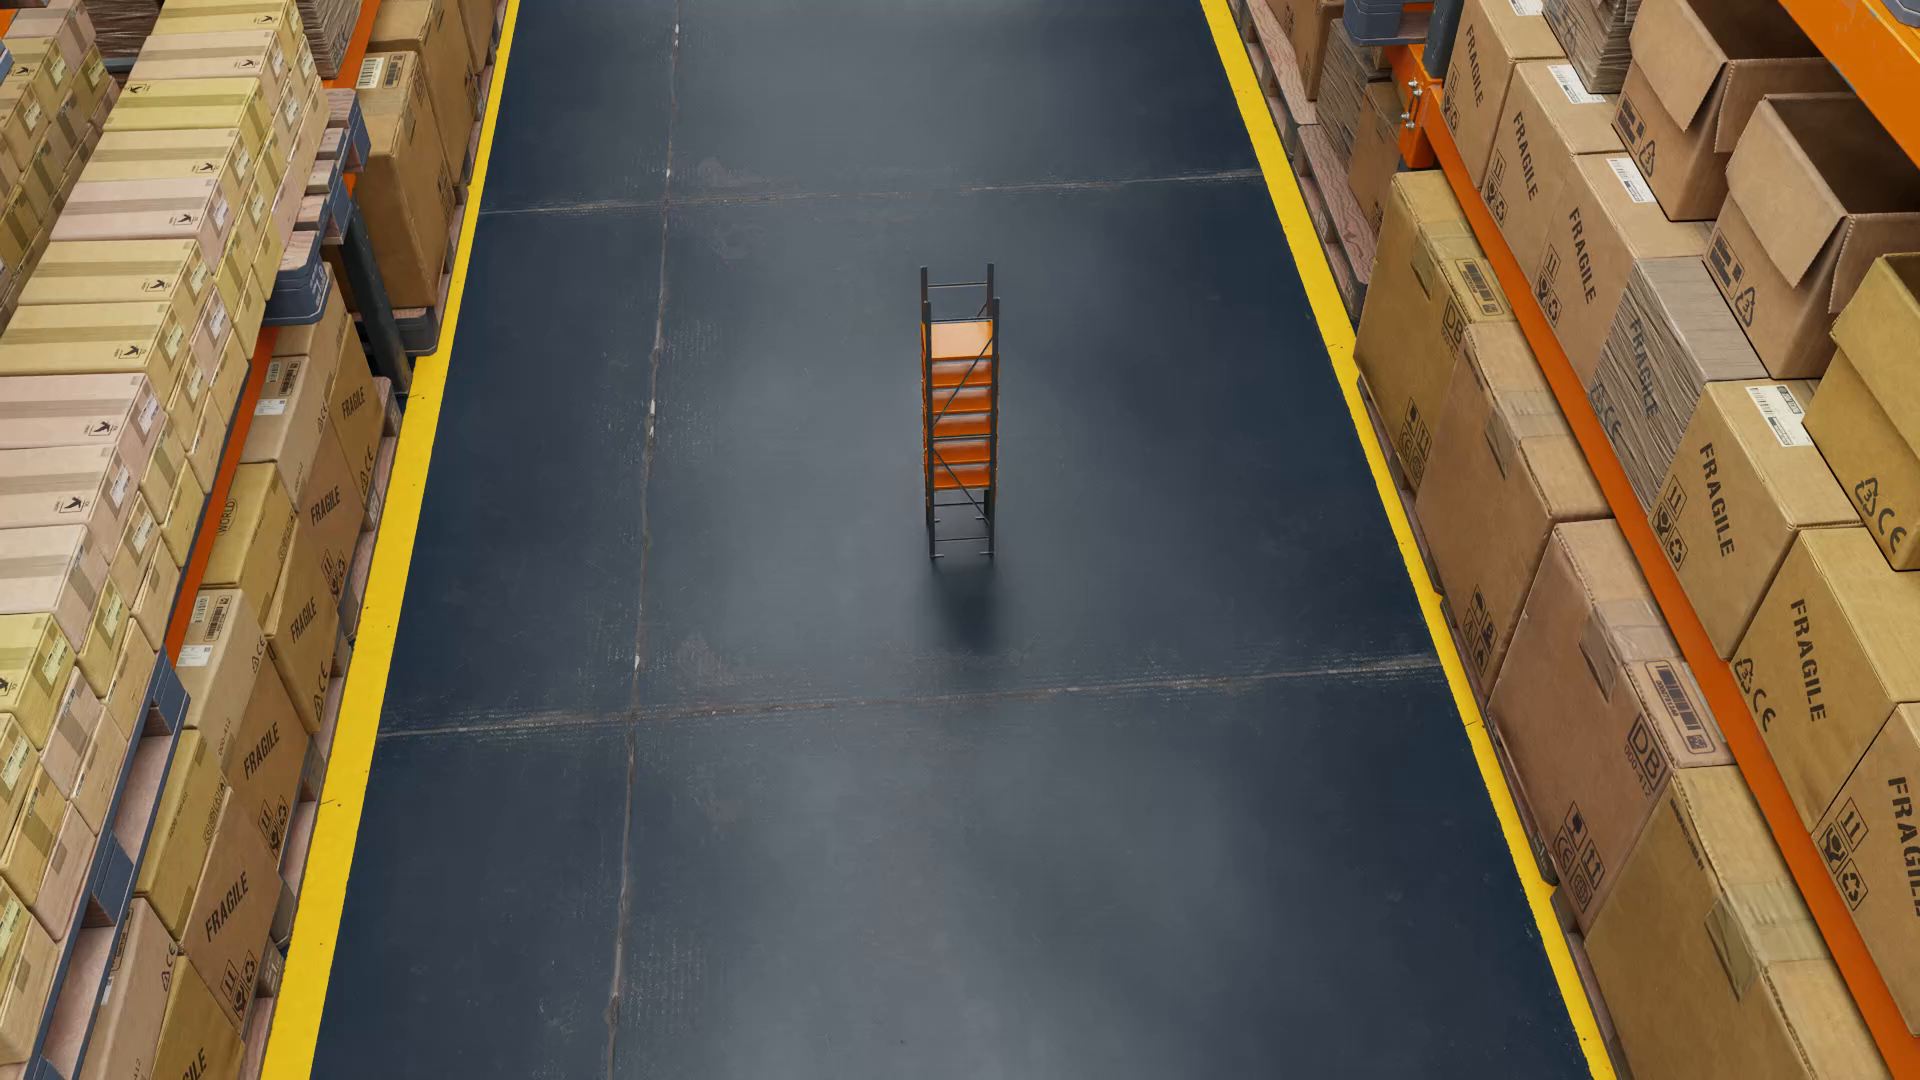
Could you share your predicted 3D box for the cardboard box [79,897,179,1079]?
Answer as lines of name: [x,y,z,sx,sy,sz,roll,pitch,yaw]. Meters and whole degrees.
cardboard box: [-2.223,1.165,3.996,0.500,0.250,0.500,-5,47,-5]

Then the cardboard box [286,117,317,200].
cardboard box: [-2.241,-1.184,5.190,0.380,0.149,0.250,-4,47,-3]

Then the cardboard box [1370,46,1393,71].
cardboard box: [2.051,-2.279,7.245,0.500,0.250,0.500,1,47,1]

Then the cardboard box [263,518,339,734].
cardboard box: [-2.344,0.298,5.334,0.500,0.500,0.500,-5,47,-5]

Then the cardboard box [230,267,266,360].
cardboard box: [-2.178,-0.623,4.658,0.380,0.149,0.250,-5,47,-5]

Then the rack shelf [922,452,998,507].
rack shelf: [-0.001,-0.227,6.031,0.258,0.103,0.180,-3,47,-3]

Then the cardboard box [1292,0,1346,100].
cardboard box: [2.002,-2.449,7.922,0.700,0.500,0.500,0,47,0]

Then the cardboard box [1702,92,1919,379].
cardboard box: [2.351,-0.756,4.141,0.797,0.503,0.637,-2,47,-2]

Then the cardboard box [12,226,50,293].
cardboard box: [-2.854,-0.773,4.800,0.380,0.149,0.250,-2,47,-1]

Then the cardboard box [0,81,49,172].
cardboard box: [-2.873,-1.180,4.775,0.380,0.149,0.250,-4,47,-4]

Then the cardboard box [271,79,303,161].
cardboard box: [-2.240,-1.273,5.068,0.380,0.149,0.250,-2,47,-2]

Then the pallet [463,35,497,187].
pallet: [-2.850,-2.132,8.124,1.003,0.211,1.213,-3,47,-3]

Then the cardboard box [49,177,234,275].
cardboard box: [-2.181,-0.832,4.446,0.380,0.149,0.250,-3,47,-3]

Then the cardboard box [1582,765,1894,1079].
cardboard box: [2.453,1.155,4.264,1.225,0.875,0.875,-3,47,-3]

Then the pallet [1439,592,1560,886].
pallet: [2.281,0.551,5.583,1.003,0.211,1.213,-3,47,-3]

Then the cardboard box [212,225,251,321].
cardboard box: [-2.177,-0.721,4.546,0.380,0.149,0.250,-4,47,-4]

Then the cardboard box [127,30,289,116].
cardboard box: [-2.243,-1.389,4.974,0.380,0.149,0.250,-4,47,-4]

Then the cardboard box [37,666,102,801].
cardboard box: [-2.045,0.412,3.473,0.380,0.149,0.250,-2,47,-2]

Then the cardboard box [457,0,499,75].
cardboard box: [-2.876,-2.758,8.056,1.050,0.750,0.750,-3,47,-3]

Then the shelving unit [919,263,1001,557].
shelving unit: [-0.001,-0.423,5.824,0.258,1.200,0.189,-3,47,-3]

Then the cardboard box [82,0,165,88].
cardboard box: [-3.065,-1.979,5.990,0.500,0.500,0.500,-3,47,-3]

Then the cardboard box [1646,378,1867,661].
cardboard box: [2.130,-0.062,4.174,0.500,0.500,0.500,-4,47,-4]

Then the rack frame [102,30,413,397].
rack frame: [-2.760,-1.635,5.733,1.000,3.000,0.127,-3,47,-3]

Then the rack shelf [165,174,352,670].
rack shelf: [-2.592,0.059,4.623,1.077,0.370,4.000,-3,47,-3]

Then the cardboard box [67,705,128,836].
cardboard box: [-2.045,0.507,3.588,0.380,0.149,0.250,-3,47,-3]

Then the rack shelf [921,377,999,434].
rack shelf: [-0.001,-0.475,5.769,0.258,0.103,0.180,-3,47,-3]

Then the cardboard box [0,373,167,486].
cardboard box: [-2.109,-0.252,3.897,0.380,0.149,0.250,-2,47,-2]

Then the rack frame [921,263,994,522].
rack frame: [-0.009,-0.489,5.887,0.240,1.200,0.006,-3,47,-3]

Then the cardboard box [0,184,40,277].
cardboard box: [-2.847,-0.862,4.679,0.380,0.149,0.250,-3,47,-3]

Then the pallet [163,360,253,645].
pallet: [-2.553,-0.139,4.448,1.003,0.211,1.213,-3,47,-3]

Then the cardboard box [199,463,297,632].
cardboard box: [-2.361,0.034,5.067,0.500,0.250,0.500,-2,47,-2]

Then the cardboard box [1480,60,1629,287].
cardboard box: [2.006,-1.157,5.211,0.500,0.500,0.500,-5,47,-4]

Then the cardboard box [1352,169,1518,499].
cardboard box: [2.228,-0.777,6.094,1.225,0.875,0.875,-5,47,-5]

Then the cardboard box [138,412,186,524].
cardboard box: [-2.114,-0.163,4.018,0.380,0.149,0.250,-4,47,-4]

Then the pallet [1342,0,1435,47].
pallet: [2.026,-2.307,6.501,1.213,0.211,1.003,-3,47,-3]

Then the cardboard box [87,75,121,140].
cardboard box: [-2.923,-1.357,5.353,0.380,0.149,0.250,-4,47,-4]

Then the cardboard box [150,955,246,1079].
cardboard box: [-2.222,1.423,4.268,0.500,0.500,0.500,-2,47,-2]

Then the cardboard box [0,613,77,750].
cardboard box: [-2.048,0.296,3.377,0.380,0.149,0.250,-3,47,-3]

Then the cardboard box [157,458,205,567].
cardboard box: [-2.114,-0.057,4.121,0.380,0.149,0.250,-4,47,-4]

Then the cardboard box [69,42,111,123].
cardboard box: [-2.919,-1.434,5.221,0.380,0.149,0.250,-2,47,-2]

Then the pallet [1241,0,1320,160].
pallet: [2.028,-2.351,8.331,1.003,0.211,1.213,-3,47,-3]

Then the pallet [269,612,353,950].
pallet: [-2.597,0.770,5.376,1.003,0.211,1.213,-3,47,-3]
